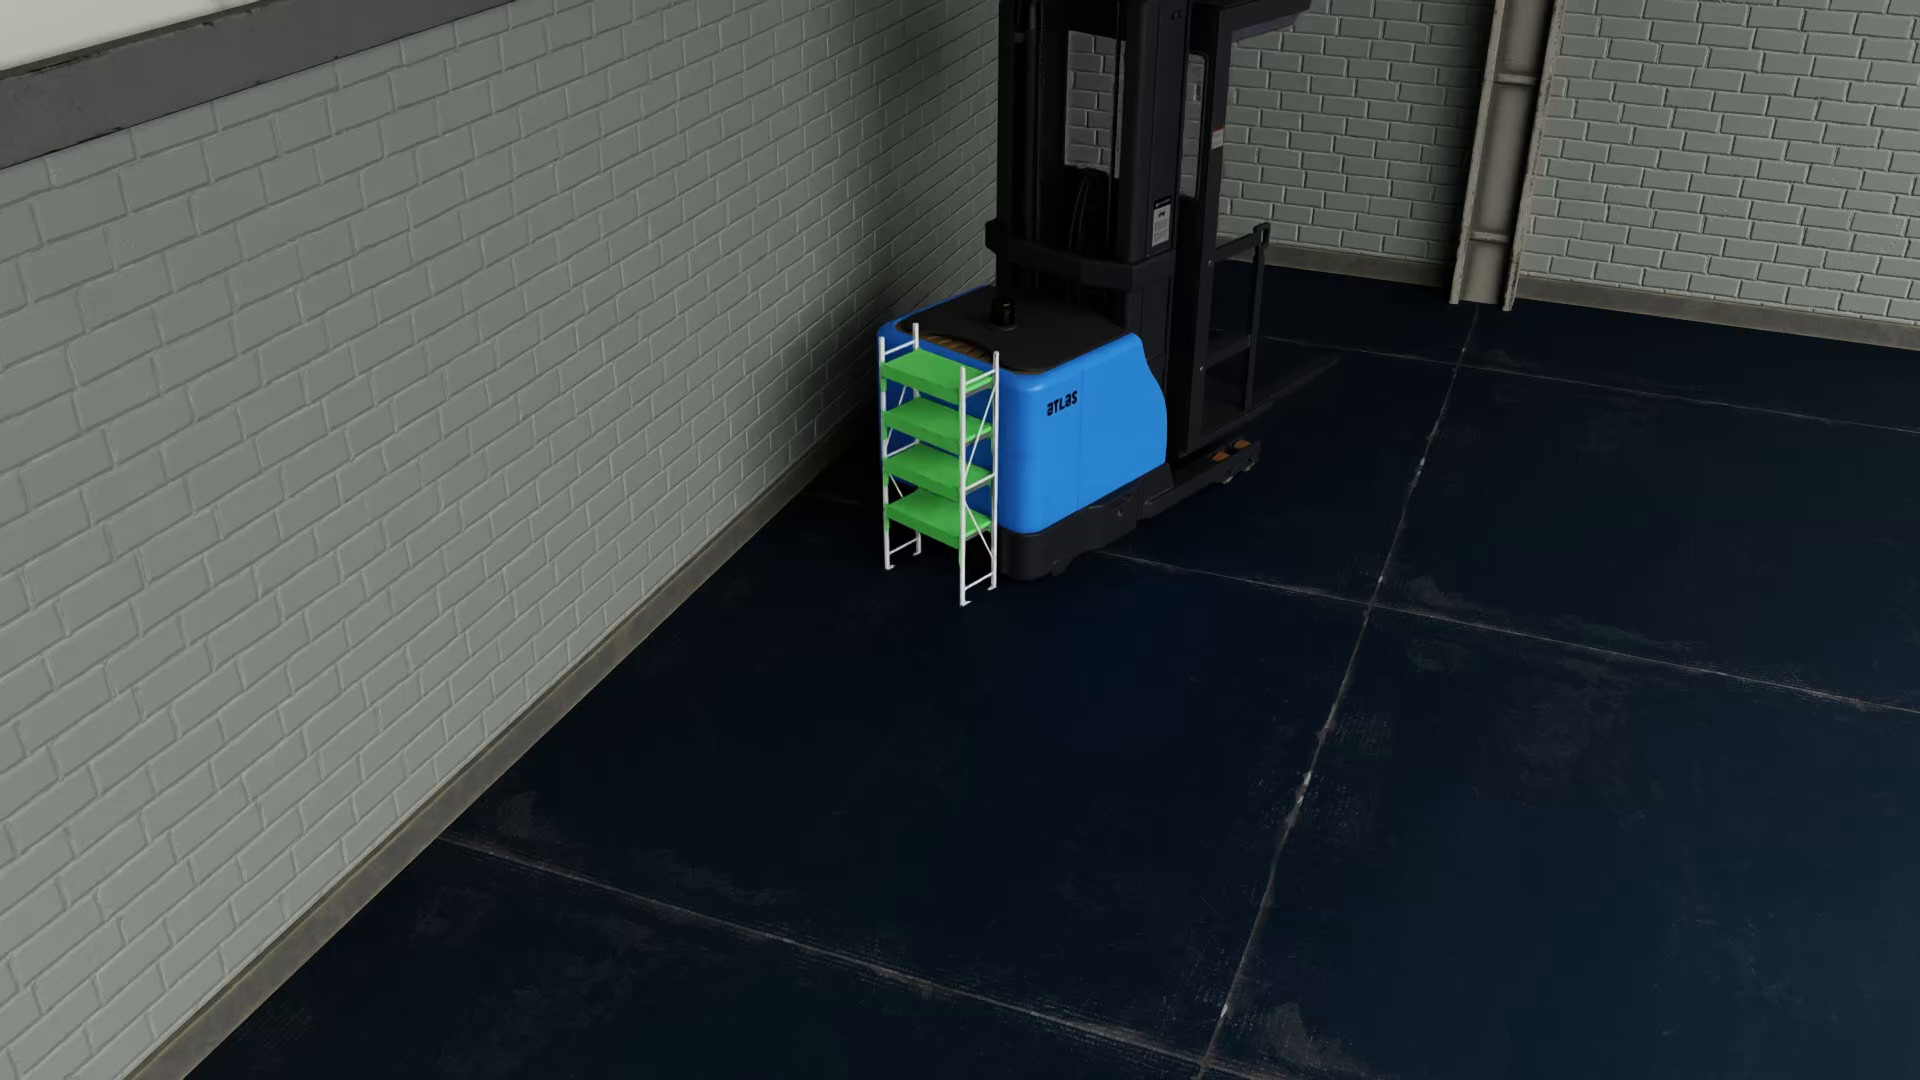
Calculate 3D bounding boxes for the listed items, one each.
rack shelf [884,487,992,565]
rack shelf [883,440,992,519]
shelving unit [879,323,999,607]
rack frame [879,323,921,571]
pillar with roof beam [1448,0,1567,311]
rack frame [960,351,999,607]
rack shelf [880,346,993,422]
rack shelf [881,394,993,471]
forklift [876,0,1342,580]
[{"bbox_3d":[-0.096,-0.075,7.781,0.480,0.148,0.258,24,37,36],"label":"rack shelf"},{"bbox_3d":[-0.096,-0.284,7.662,0.480,0.148,0.258,24,37,36],"label":"rack shelf"},{"bbox_3d":[-0.096,-0.339,7.631,0.503,1.200,0.258,24,37,36],"label":"shelving unit"},{"bbox_3d":[-0.276,-0.420,7.774,0.015,1.200,0.240,24,37,36],"label":"rack frame"},{"bbox_3d":[1.864,-3.561,5.404,0.400,9.000,9.100,11,31,19],"label":"pillar with roof beam"},{"bbox_3d":[0.085,-0.259,7.488,0.015,1.200,0.240,24,37,36],"label":"rack frame"},{"bbox_3d":[-0.096,-0.702,7.426,0.480,0.148,0.258,24,37,36],"label":"rack shelf"},{"bbox_3d":[-0.096,-0.493,7.544,0.480,0.148,0.258,24,37,36],"label":"rack shelf"},{"bbox_3d":[0.958,-1.725,8.324,1.130,2.935,3.031,25,38,36],"label":"forklift"}]
